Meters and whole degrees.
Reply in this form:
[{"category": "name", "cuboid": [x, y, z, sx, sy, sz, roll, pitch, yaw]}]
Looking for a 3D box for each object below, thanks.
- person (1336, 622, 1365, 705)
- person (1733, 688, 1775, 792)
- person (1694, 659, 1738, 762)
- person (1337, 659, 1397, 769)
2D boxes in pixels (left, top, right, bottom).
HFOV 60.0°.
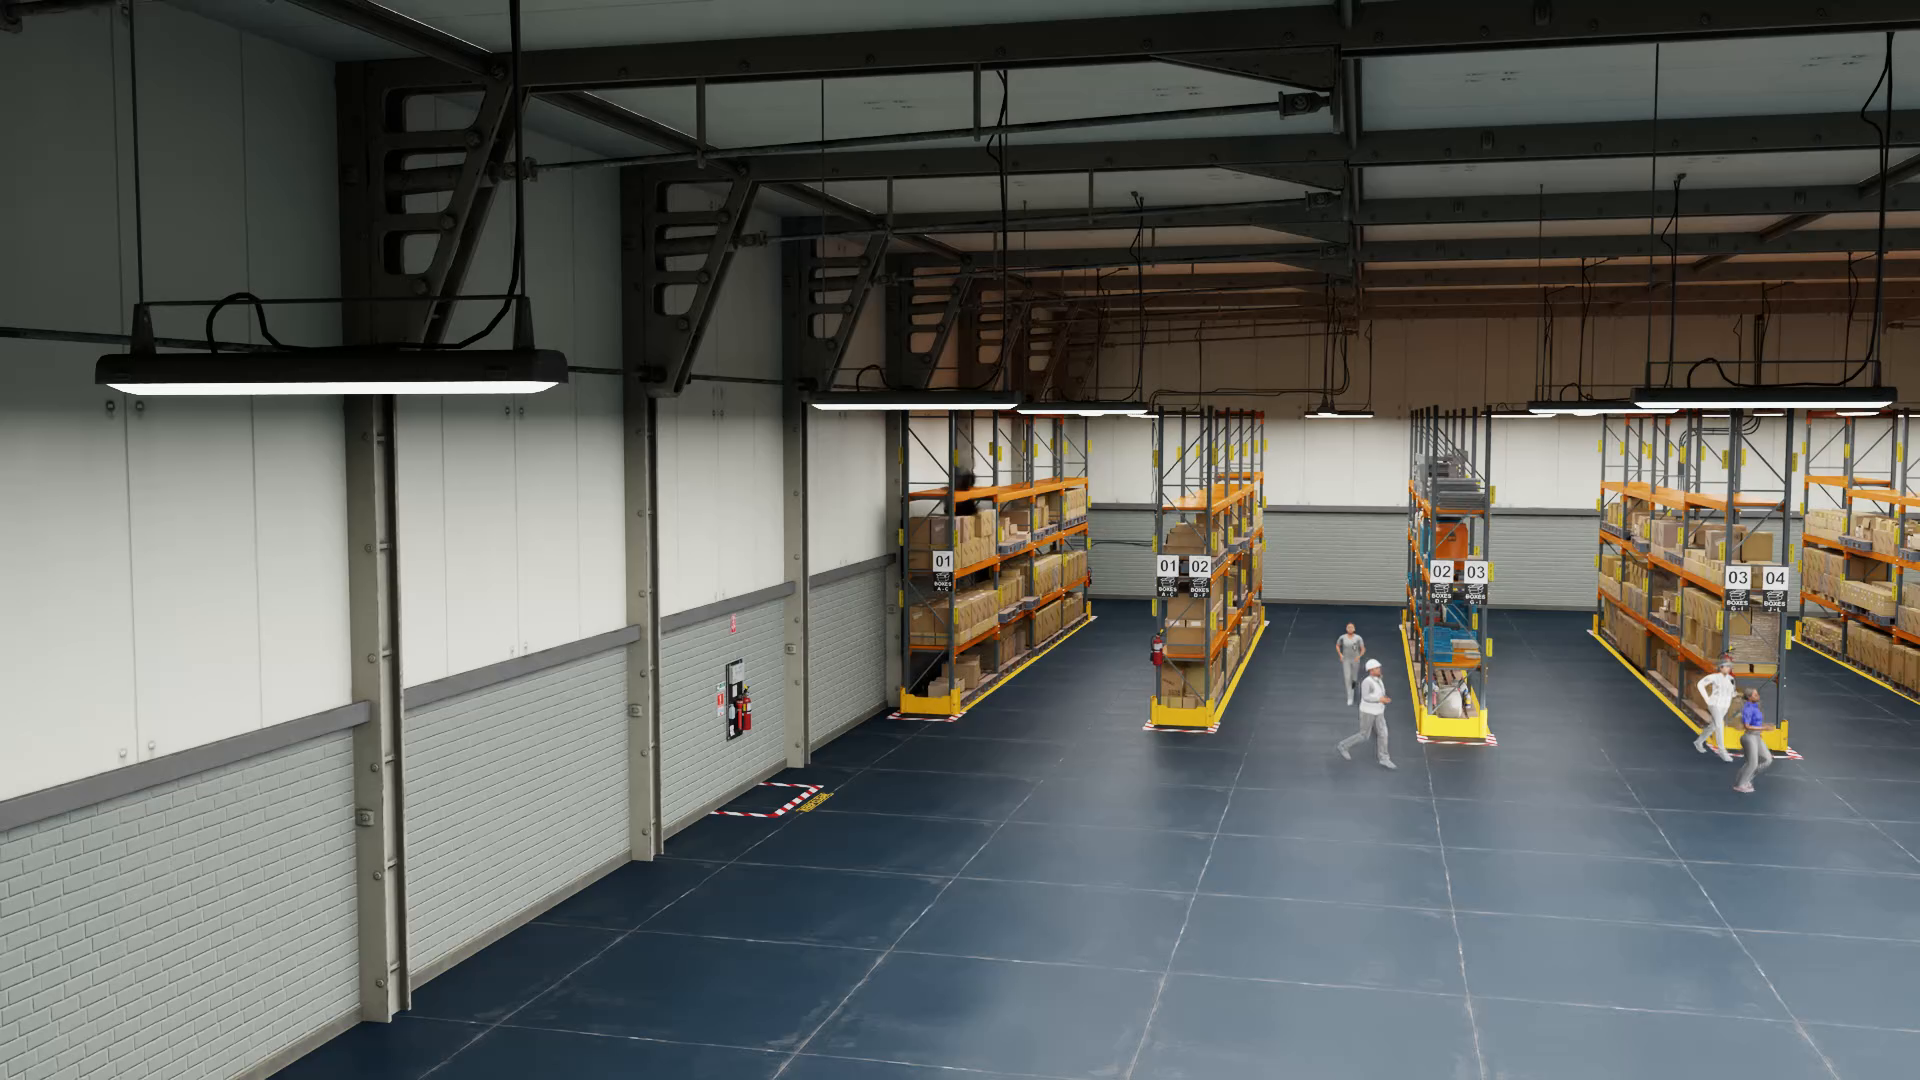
[{"category": "person", "cuboid": [7.923, 2.476, 33.773, 0.579, 1.651, 0.790, 1, 4, 11]}, {"category": "person", "cuboid": [12.199, 3.077, 25.483, 0.586, 1.628, 0.562, 3, 5, 40]}, {"category": "person", "cuboid": [12.872, 2.831, 28.138, 0.625, 1.672, 0.923, -2, 4, -20]}, {"category": "person", "cuboid": [6.782, 2.859, 27.562, 0.968, 1.789, 0.667, 3, 5, 40]}]
